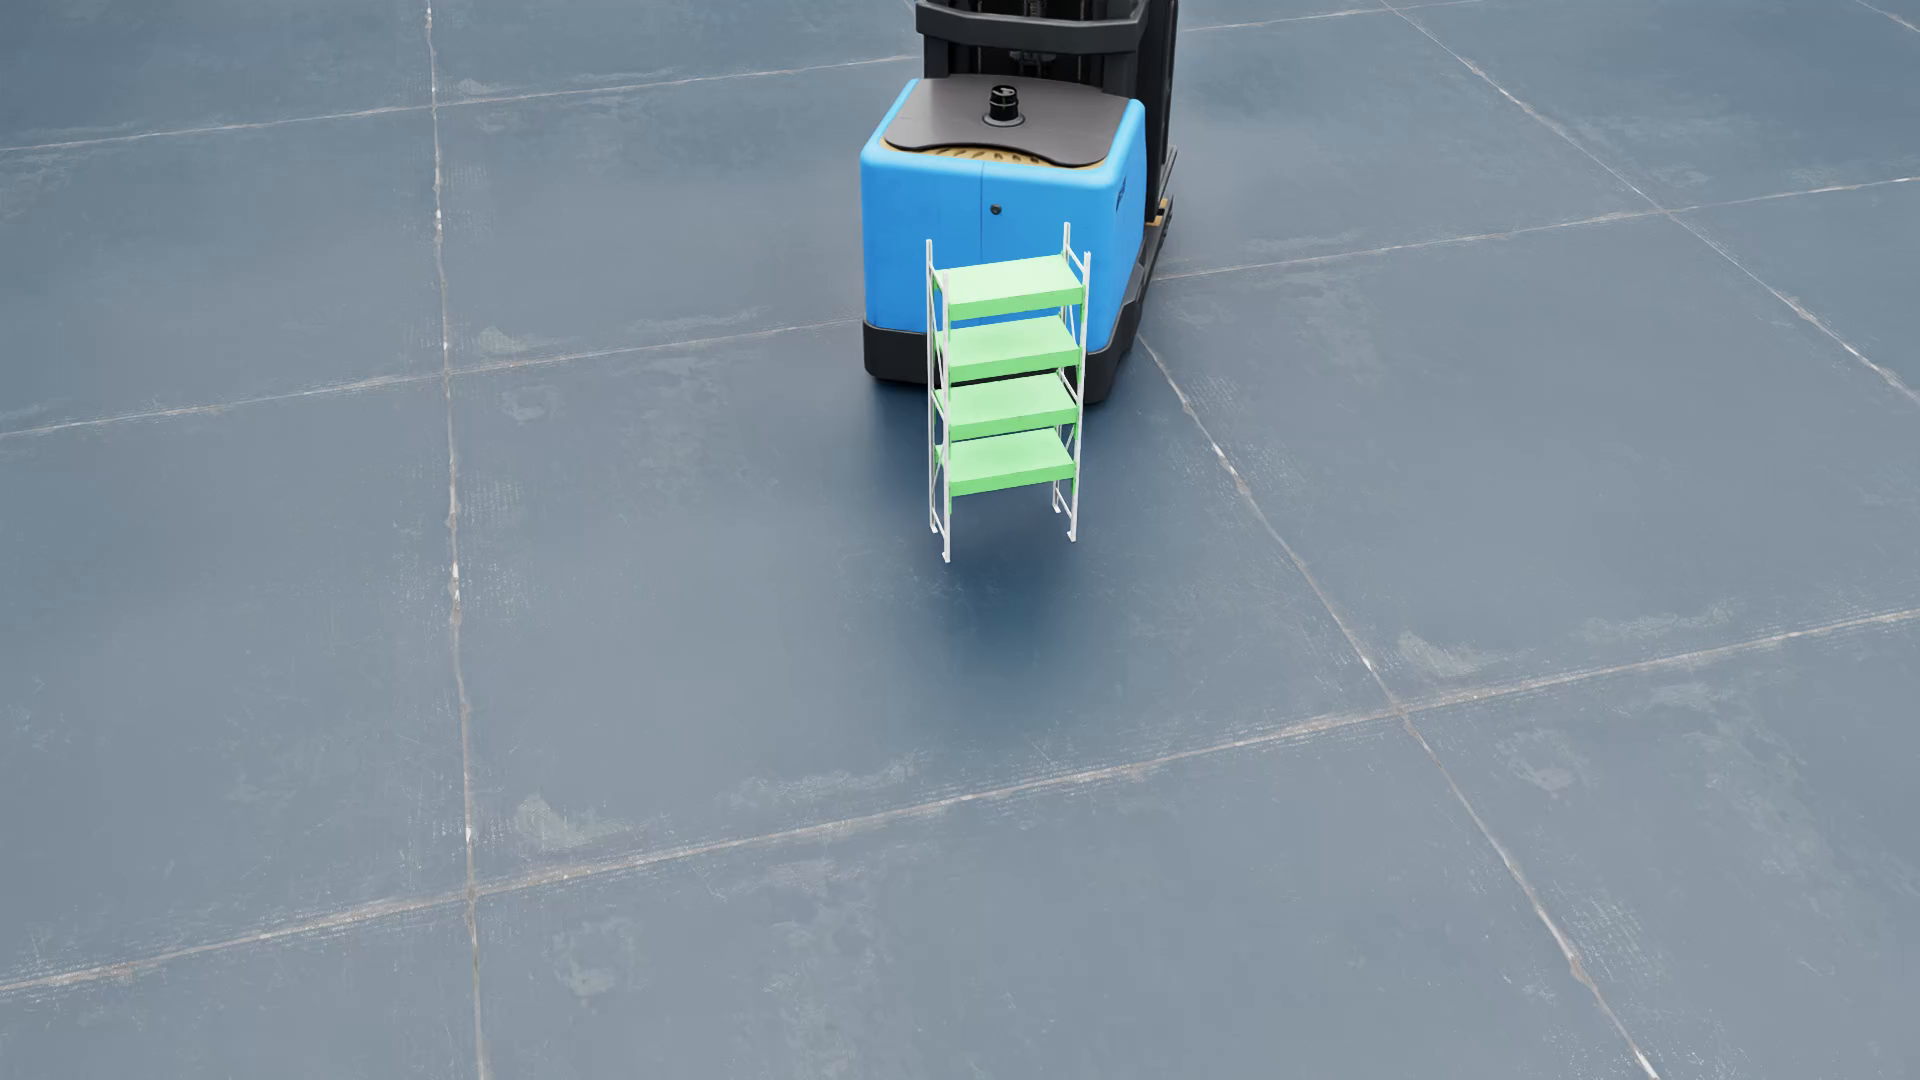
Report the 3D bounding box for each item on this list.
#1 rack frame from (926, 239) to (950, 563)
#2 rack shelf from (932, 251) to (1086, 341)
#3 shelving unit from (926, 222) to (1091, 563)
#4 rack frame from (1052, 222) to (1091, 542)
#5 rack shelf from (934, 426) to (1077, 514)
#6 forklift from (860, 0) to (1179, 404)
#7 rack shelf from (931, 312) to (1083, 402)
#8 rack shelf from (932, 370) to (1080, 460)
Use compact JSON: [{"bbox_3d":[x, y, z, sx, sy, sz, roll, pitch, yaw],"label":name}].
[{"bbox_3d":[-0.076,-0.464,5.869,0.015,1.200,0.240,-9,38,-12],"label":"rack frame"},{"bbox_3d":[0.160,-0.833,5.667,0.480,0.148,0.258,-9,38,-12],"label":"rack shelf"},{"bbox_3d":[0.160,-0.503,5.920,0.503,1.200,0.258,-9,38,-12],"label":"shelving unit"},{"bbox_3d":[0.395,-0.541,5.970,0.015,1.200,0.240,-9,38,-12],"label":"rack frame"},{"bbox_3d":[0.160,-0.261,6.104,0.480,0.148,0.258,-9,38,-12],"label":"rack shelf"},{"bbox_3d":[0.436,-2.623,7.266,1.130,2.935,3.031,8,38,11],"label":"forklift"},{"bbox_3d":[0.160,-0.643,5.813,0.480,0.148,0.258,-9,38,-12],"label":"rack shelf"},{"bbox_3d":[0.160,-0.452,5.959,0.480,0.148,0.258,-9,38,-12],"label":"rack shelf"}]
